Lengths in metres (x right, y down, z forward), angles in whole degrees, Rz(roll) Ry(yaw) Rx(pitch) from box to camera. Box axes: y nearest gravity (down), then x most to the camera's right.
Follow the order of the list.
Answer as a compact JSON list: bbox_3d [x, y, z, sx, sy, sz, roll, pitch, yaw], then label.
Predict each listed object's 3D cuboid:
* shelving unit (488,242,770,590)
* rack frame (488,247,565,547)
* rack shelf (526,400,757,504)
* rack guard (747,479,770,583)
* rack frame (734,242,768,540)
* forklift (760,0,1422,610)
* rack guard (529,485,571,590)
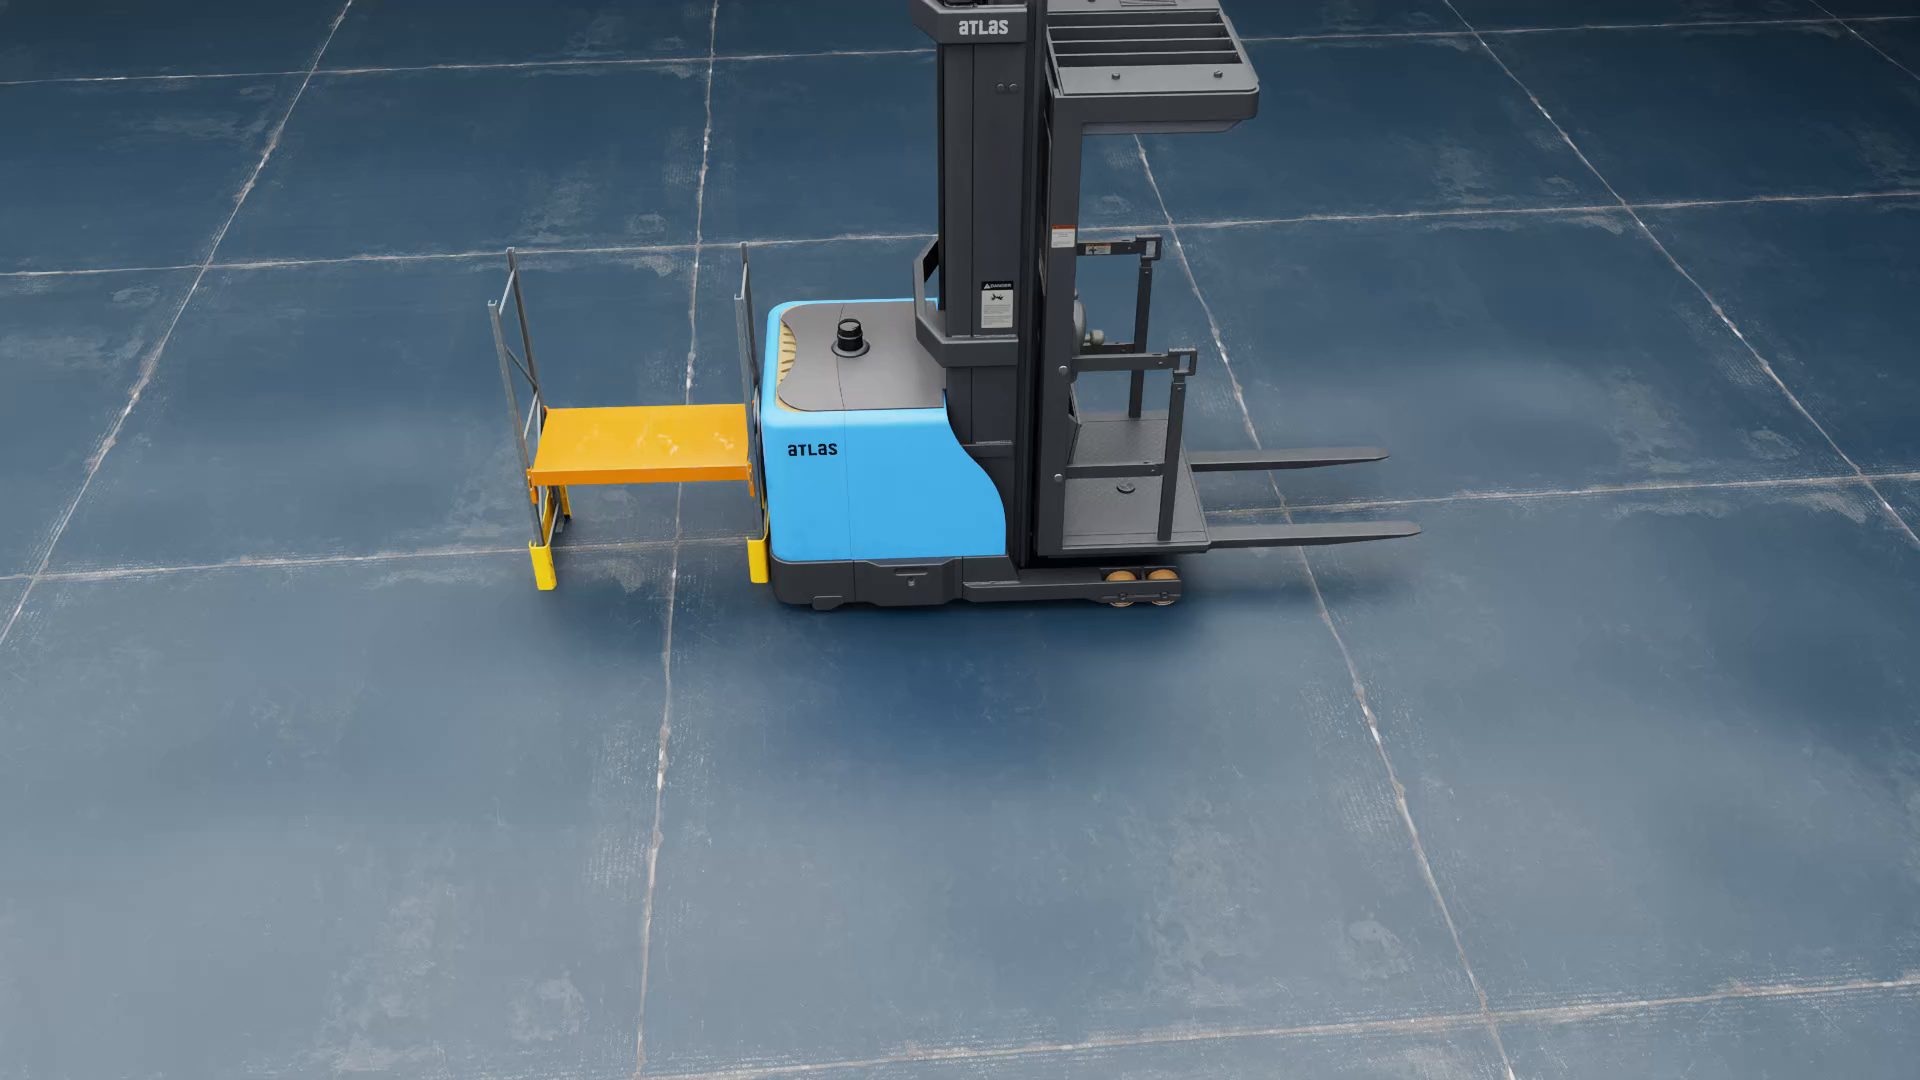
[{"bbox_3d":[-1.453,-0.553,7.561,1.083,1.500,0.587,-2,38,-2],"label":"shelving unit"},{"bbox_3d":[-1.951,-0.537,7.542,0.032,1.500,0.500,-2,38,-2],"label":"rack frame"},{"bbox_3d":[-1.444,-0.412,7.673,1.000,0.185,0.538,-2,38,-2],"label":"rack shelf"},{"bbox_3d":[-0.955,-0.077,7.968,0.087,0.250,0.587,-2,38,-2],"label":"rack guard"},{"bbox_3d":[-0.936,-0.569,7.582,0.032,1.500,0.500,-2,38,-2],"label":"rack frame"},{"bbox_3d":[0.630,-1.171,7.190,3.031,2.935,1.130,-2,38,-2],"label":"forklift"},{"bbox_3d":[-1.950,-0.046,7.929,0.087,0.250,0.587,-2,38,-2],"label":"rack guard"}]
